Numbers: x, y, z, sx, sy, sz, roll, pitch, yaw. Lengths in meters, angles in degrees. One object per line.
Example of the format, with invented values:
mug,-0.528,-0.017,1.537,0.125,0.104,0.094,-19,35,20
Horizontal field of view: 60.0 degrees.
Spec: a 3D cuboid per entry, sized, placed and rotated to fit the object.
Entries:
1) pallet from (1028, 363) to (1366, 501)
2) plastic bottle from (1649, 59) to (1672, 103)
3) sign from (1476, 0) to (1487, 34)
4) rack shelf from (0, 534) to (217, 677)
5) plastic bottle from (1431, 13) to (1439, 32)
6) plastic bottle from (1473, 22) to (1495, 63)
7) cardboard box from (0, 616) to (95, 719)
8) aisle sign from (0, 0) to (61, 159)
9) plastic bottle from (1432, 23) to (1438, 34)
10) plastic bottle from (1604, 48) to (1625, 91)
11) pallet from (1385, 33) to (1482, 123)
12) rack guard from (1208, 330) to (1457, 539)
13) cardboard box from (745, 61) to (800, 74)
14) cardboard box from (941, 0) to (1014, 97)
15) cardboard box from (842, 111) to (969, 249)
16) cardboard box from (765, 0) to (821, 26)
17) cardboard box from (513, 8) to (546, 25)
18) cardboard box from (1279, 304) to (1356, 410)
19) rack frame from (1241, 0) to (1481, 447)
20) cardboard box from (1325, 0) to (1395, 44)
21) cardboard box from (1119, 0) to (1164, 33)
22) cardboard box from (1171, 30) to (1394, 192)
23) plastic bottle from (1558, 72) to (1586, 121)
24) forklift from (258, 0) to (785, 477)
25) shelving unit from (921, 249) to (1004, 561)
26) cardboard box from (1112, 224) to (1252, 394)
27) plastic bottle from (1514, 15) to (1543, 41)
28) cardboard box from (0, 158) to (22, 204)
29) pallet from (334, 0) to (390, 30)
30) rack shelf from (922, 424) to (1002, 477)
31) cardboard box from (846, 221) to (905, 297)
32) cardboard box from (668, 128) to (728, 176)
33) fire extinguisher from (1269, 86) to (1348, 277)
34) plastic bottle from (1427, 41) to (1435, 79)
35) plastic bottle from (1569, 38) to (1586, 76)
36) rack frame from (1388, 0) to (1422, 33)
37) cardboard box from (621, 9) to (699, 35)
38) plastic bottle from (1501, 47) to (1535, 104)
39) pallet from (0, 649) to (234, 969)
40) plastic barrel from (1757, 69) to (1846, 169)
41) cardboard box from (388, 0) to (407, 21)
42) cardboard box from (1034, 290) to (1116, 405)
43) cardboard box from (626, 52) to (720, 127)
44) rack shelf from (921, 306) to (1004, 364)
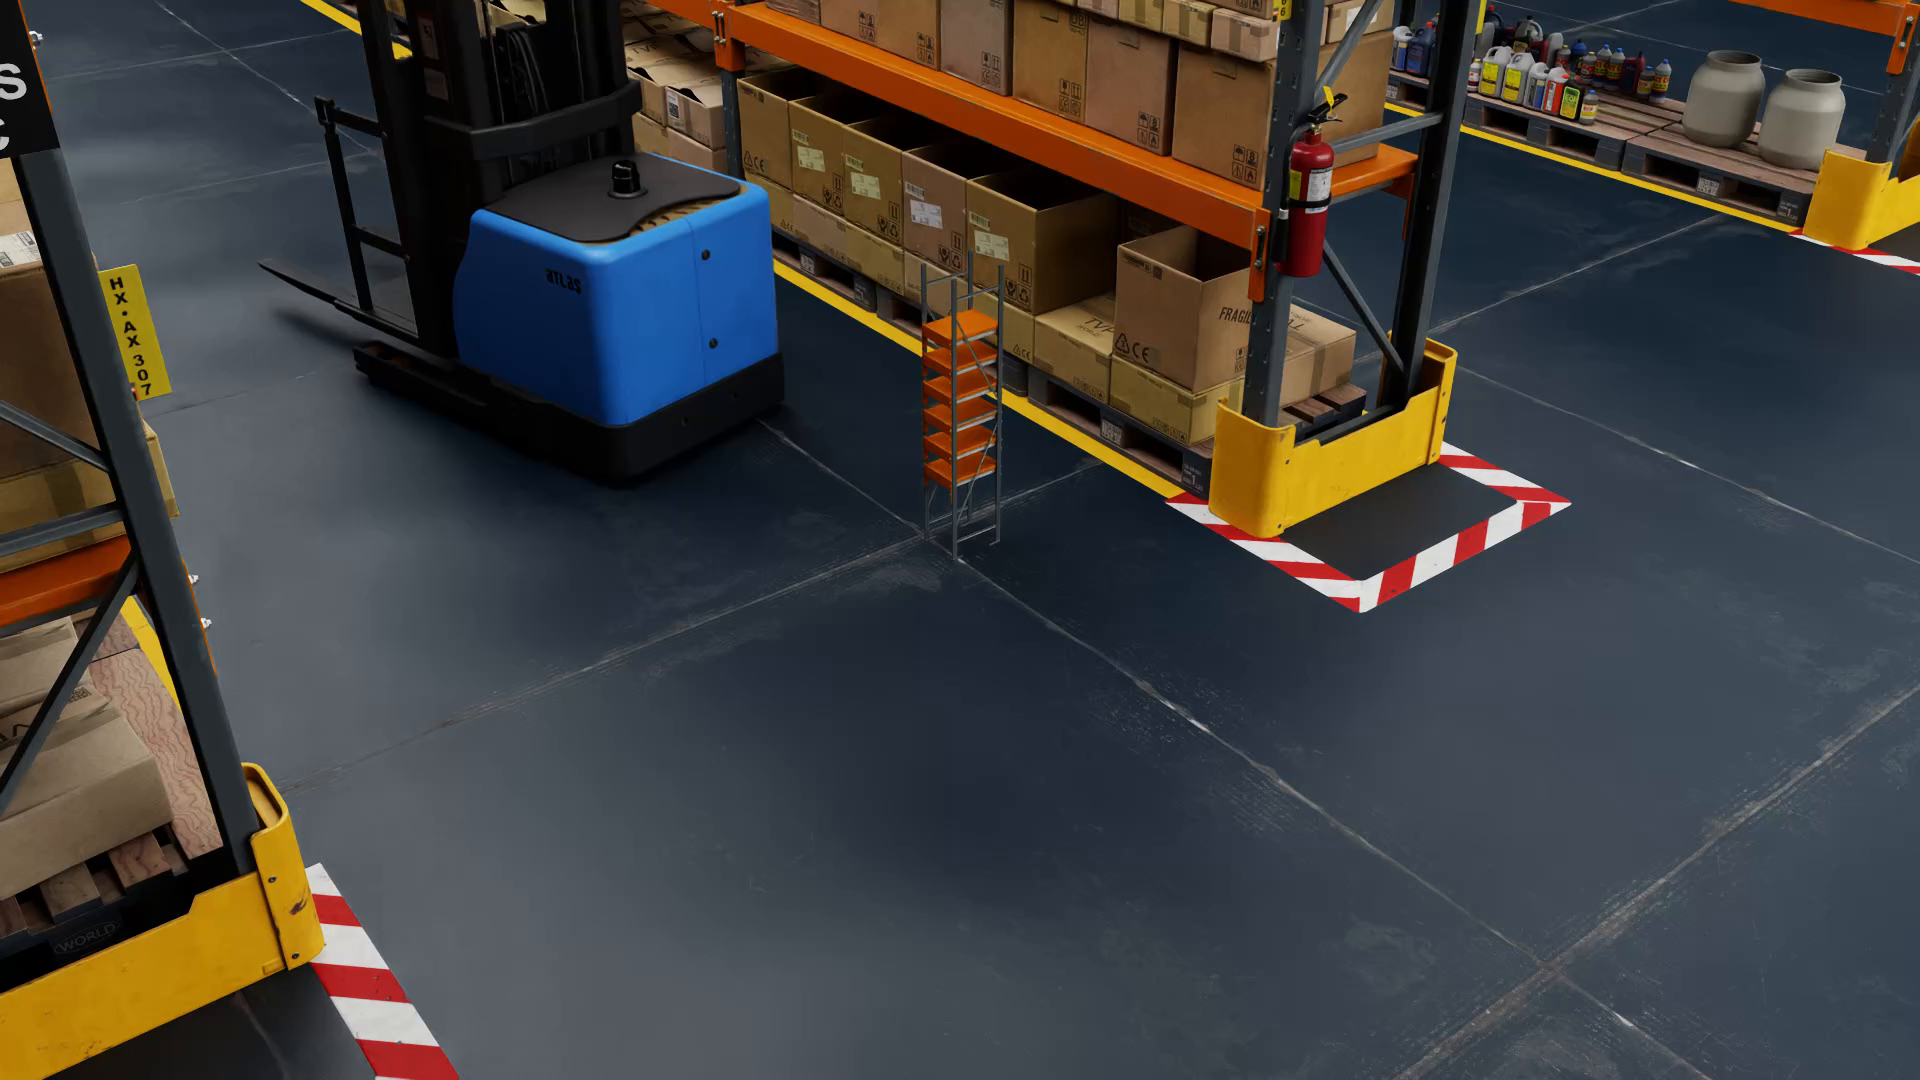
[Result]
pallet,1.062,-0.657,7.608,1.003,0.211,1.213,-22,38,-31
plastic bottle,4.614,-3.022,10.941,0.097,0.271,0.097,0,32,0
sign,2.006,-2.115,6.417,0.100,0.325,0.005,-22,38,-31
rack shelf,-3.573,-0.460,5.330,1.077,0.370,4.000,-22,38,-31
plastic bottle,3.495,-3.752,12.184,0.097,0.201,0.097,0,32,0
plastic bottle,3.665,-3.521,11.740,0.152,0.276,0.135,-22,38,-31
cardboard box,-3.049,0.468,5.285,0.500,0.311,0.500,-19,37,-28
aisle sign,-2.065,-1.104,3.220,0.394,0.787,0.004,-22,38,-31
plastic bottle,3.308,-3.442,11.543,0.144,0.351,0.185,-22,38,-31
plastic bottle,4.404,-3.165,11.171,0.097,0.271,0.097,0,32,0
pallet,3.405,-3.327,11.906,1.003,0.211,1.213,-22,38,-31
rack guard,1.579,-0.465,7.024,1.175,0.500,0.348,-22,38,-31
cardboard box,-0.945,-2.705,9.939,0.500,0.311,0.500,-22,38,-31
cardboard box,0.337,-2.422,7.712,0.700,0.500,0.500,-21,38,-30
cardboard box,-0.238,-1.821,8.336,0.500,0.500,0.500,-22,38,-31
cardboard box,-0.611,-3.063,8.744,0.700,0.500,0.500,-23,39,-33
cardboard box,-2.612,-3.376,11.020,0.500,0.311,0.500,-23,39,-33
cardboard box,1.411,-0.842,7.471,0.500,0.250,0.500,-22,38,-31
rack frame,1.564,-1.536,6.381,1.000,3.000,0.127,-22,38,-31
cardboard box,1.494,-2.088,6.559,0.380,0.149,0.250,-23,38,-32
cardboard box,0.861,-2.167,6.687,0.380,0.149,0.250,-23,38,-32
cardboard box,1.288,-1.778,6.674,0.700,0.500,0.500,-22,38,-31
plastic bottle,3.921,-2.837,10.632,0.061,0.283,0.133,-21,38,-30
forklift,-2.272,-2.142,7.421,3.031,2.935,1.130,23,39,32
shelving unit,0.009,-0.504,6.424,0.258,1.200,0.189,-22,38,-31
cardboard box,1.000,-0.993,7.002,0.500,0.500,0.500,-22,38,-31
plastic bottle,3.965,-3.476,11.598,0.144,0.351,0.185,-23,38,-32
cardboard box,-2.697,-0.701,4.448,0.500,0.500,0.500,-22,38,-31
pallet,-4.513,-4.517,13.823,1.003,0.211,1.213,-22,38,-31
rack shelf,0.009,-0.364,6.510,0.258,0.103,0.180,-22,38,-31
cardboard box,-0.239,-1.502,8.534,0.500,0.250,0.500,-22,38,-31
cardboard box,-1.372,-2.293,9.807,0.500,0.250,0.500,-23,38,-32
fire extinguisher,1.270,-1.304,6.080,0.296,0.674,0.183,-22,38,-31
plastic bottle,3.309,-3.317,11.341,0.144,0.351,0.185,-24,39,-33
plastic bottle,4.218,-3.291,11.374,0.097,0.271,0.097,0,32,0
rack frame,3.027,-4.805,11.643,1.000,3.000,0.127,-22,38,-31
cardboard box,-1.889,-3.345,10.970,0.500,0.311,0.500,-21,38,-30
plastic bottle,3.684,-3.062,10.931,0.144,0.351,0.185,-21,37,-29
pallet,-2.863,0.871,5.148,1.003,0.211,1.213,-22,38,-31
plastic barrel,5.015,-2.509,9.906,0.421,0.512,0.421,0,32,0
cardboard box,-4.100,-4.309,12.798,0.500,0.500,0.500,-21,37,-30
cardboard box,0.686,-0.879,7.531,0.500,0.250,0.500,-22,38,-31
cardboard box,-1.687,-2.743,10.000,0.500,0.311,0.500,-21,38,-30
rack shelf,0.009,-0.772,6.257,0.258,0.103,0.180,-22,38,-31
